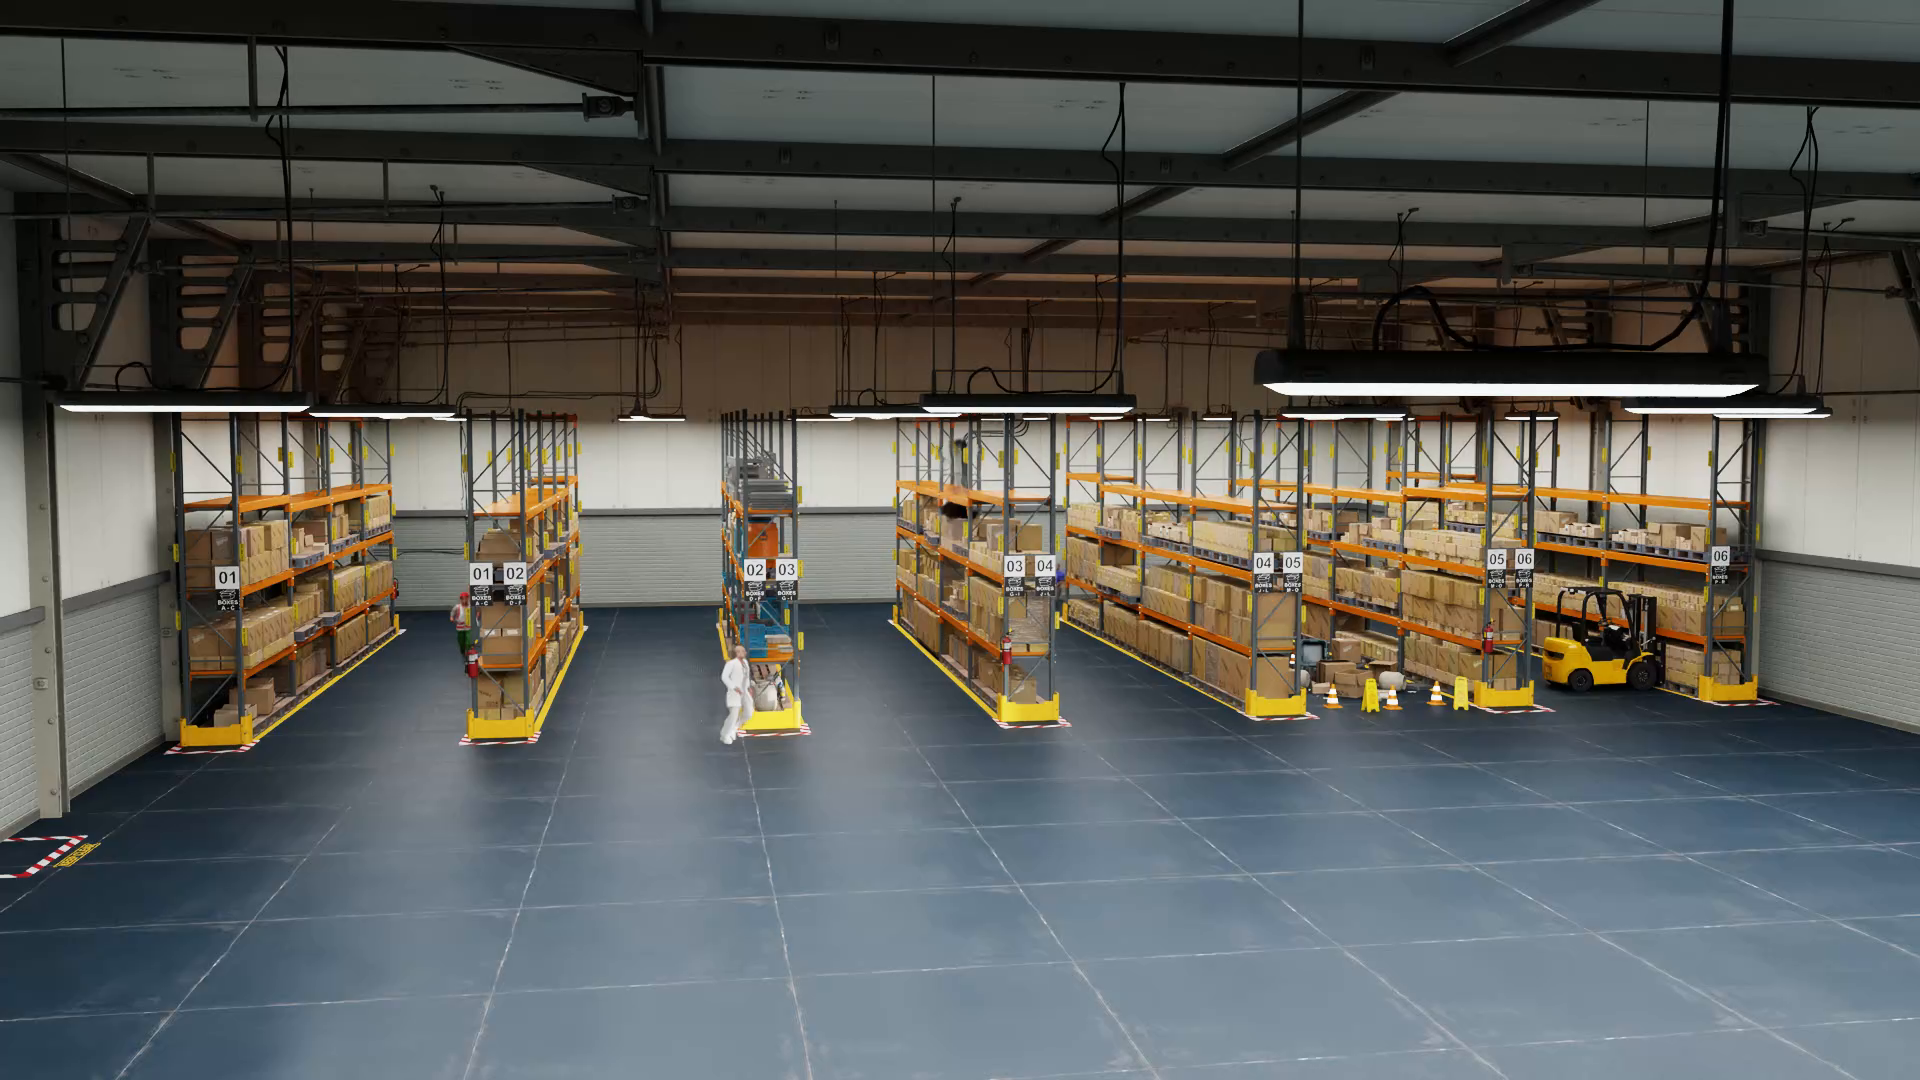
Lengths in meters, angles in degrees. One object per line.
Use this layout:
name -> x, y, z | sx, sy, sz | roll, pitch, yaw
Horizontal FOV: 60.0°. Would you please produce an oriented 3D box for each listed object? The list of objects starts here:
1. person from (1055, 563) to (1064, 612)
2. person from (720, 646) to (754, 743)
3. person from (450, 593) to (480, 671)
person -> 2.849, 1.467, 49.540 | 0.553, 1.598, 0.559 | 3, 5, 37
person -> -3.979, 2.772, 30.023 | 0.570, 1.718, 0.772 | 3, 5, 36
person -> -11.547, 2.121, 38.811 | 0.654, 1.810, 0.991 | -1, 4, -13
